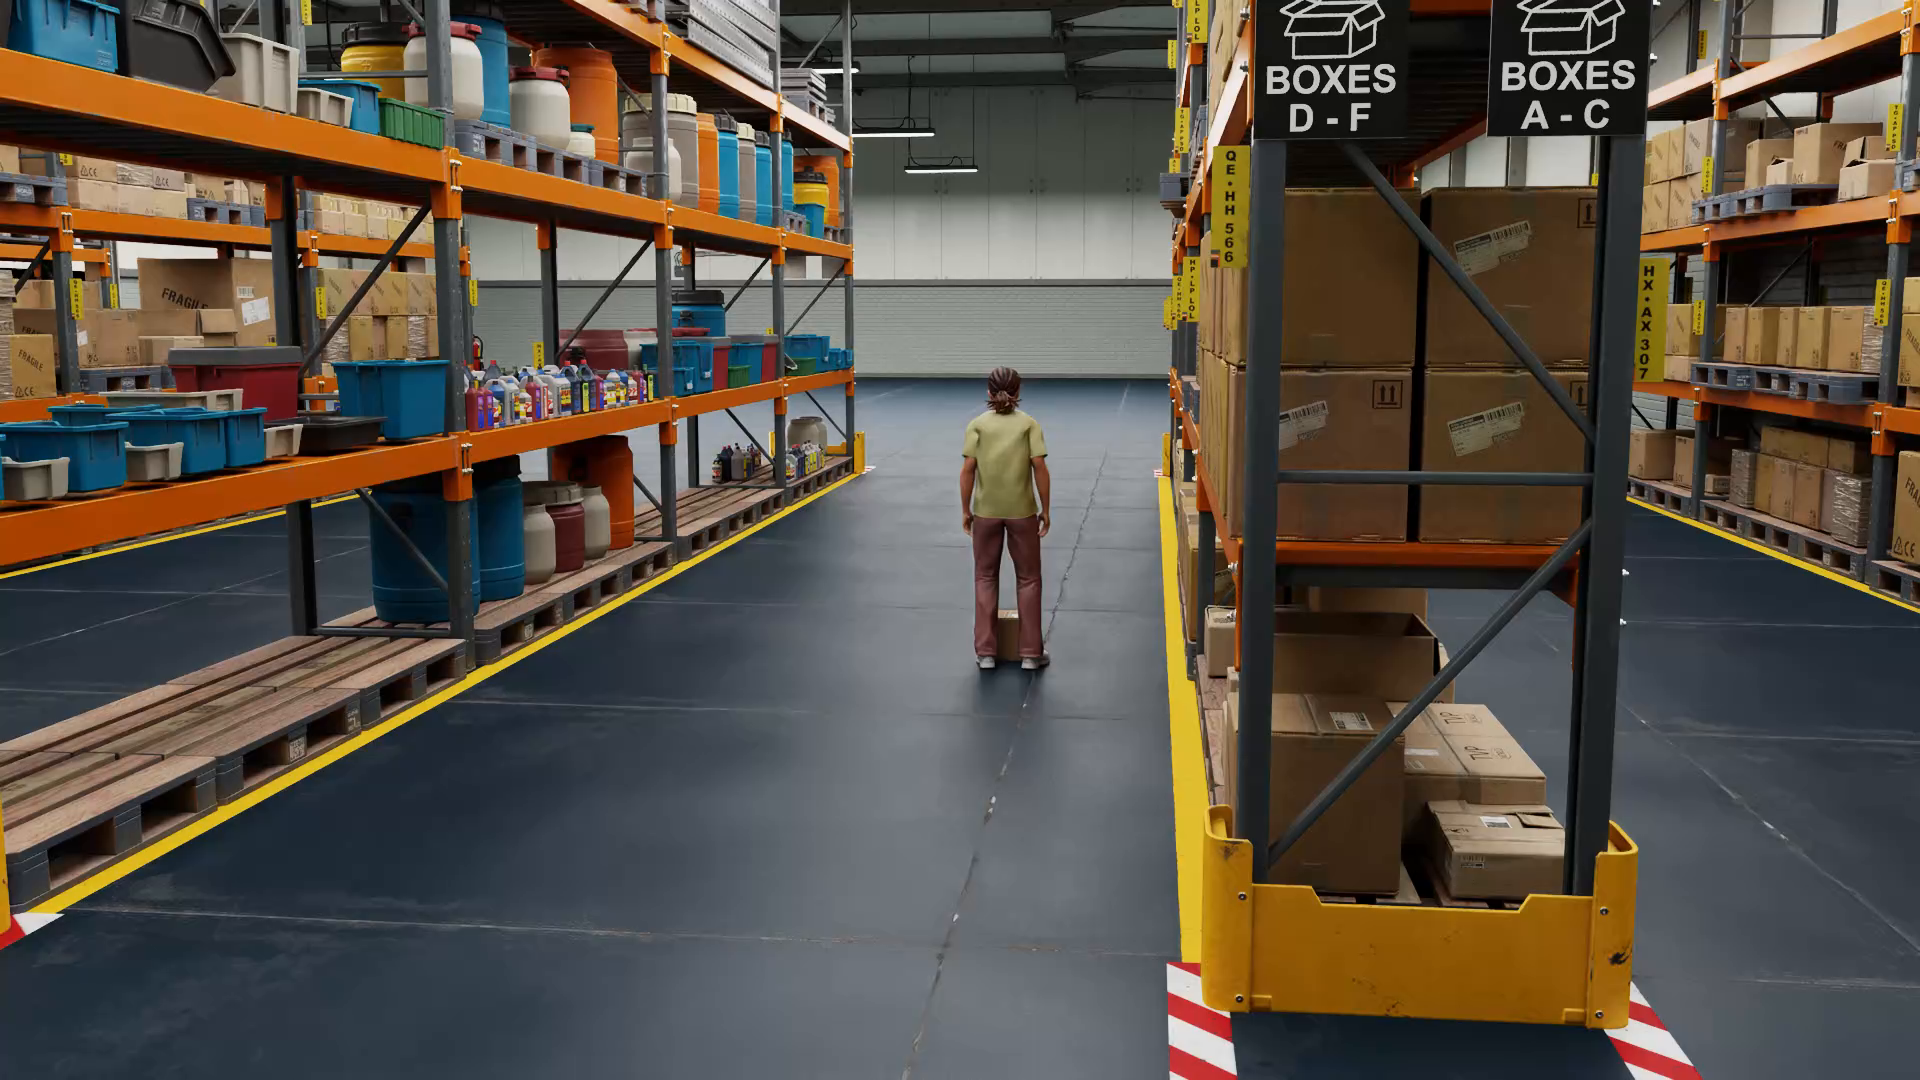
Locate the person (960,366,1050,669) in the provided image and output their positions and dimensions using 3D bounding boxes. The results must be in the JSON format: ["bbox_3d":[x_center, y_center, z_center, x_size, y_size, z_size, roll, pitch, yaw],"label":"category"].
[{"bbox_3d":[0.254,-0.123,9.218,0.497,1.672,0.360,1,8,7],"label":"person"}]
